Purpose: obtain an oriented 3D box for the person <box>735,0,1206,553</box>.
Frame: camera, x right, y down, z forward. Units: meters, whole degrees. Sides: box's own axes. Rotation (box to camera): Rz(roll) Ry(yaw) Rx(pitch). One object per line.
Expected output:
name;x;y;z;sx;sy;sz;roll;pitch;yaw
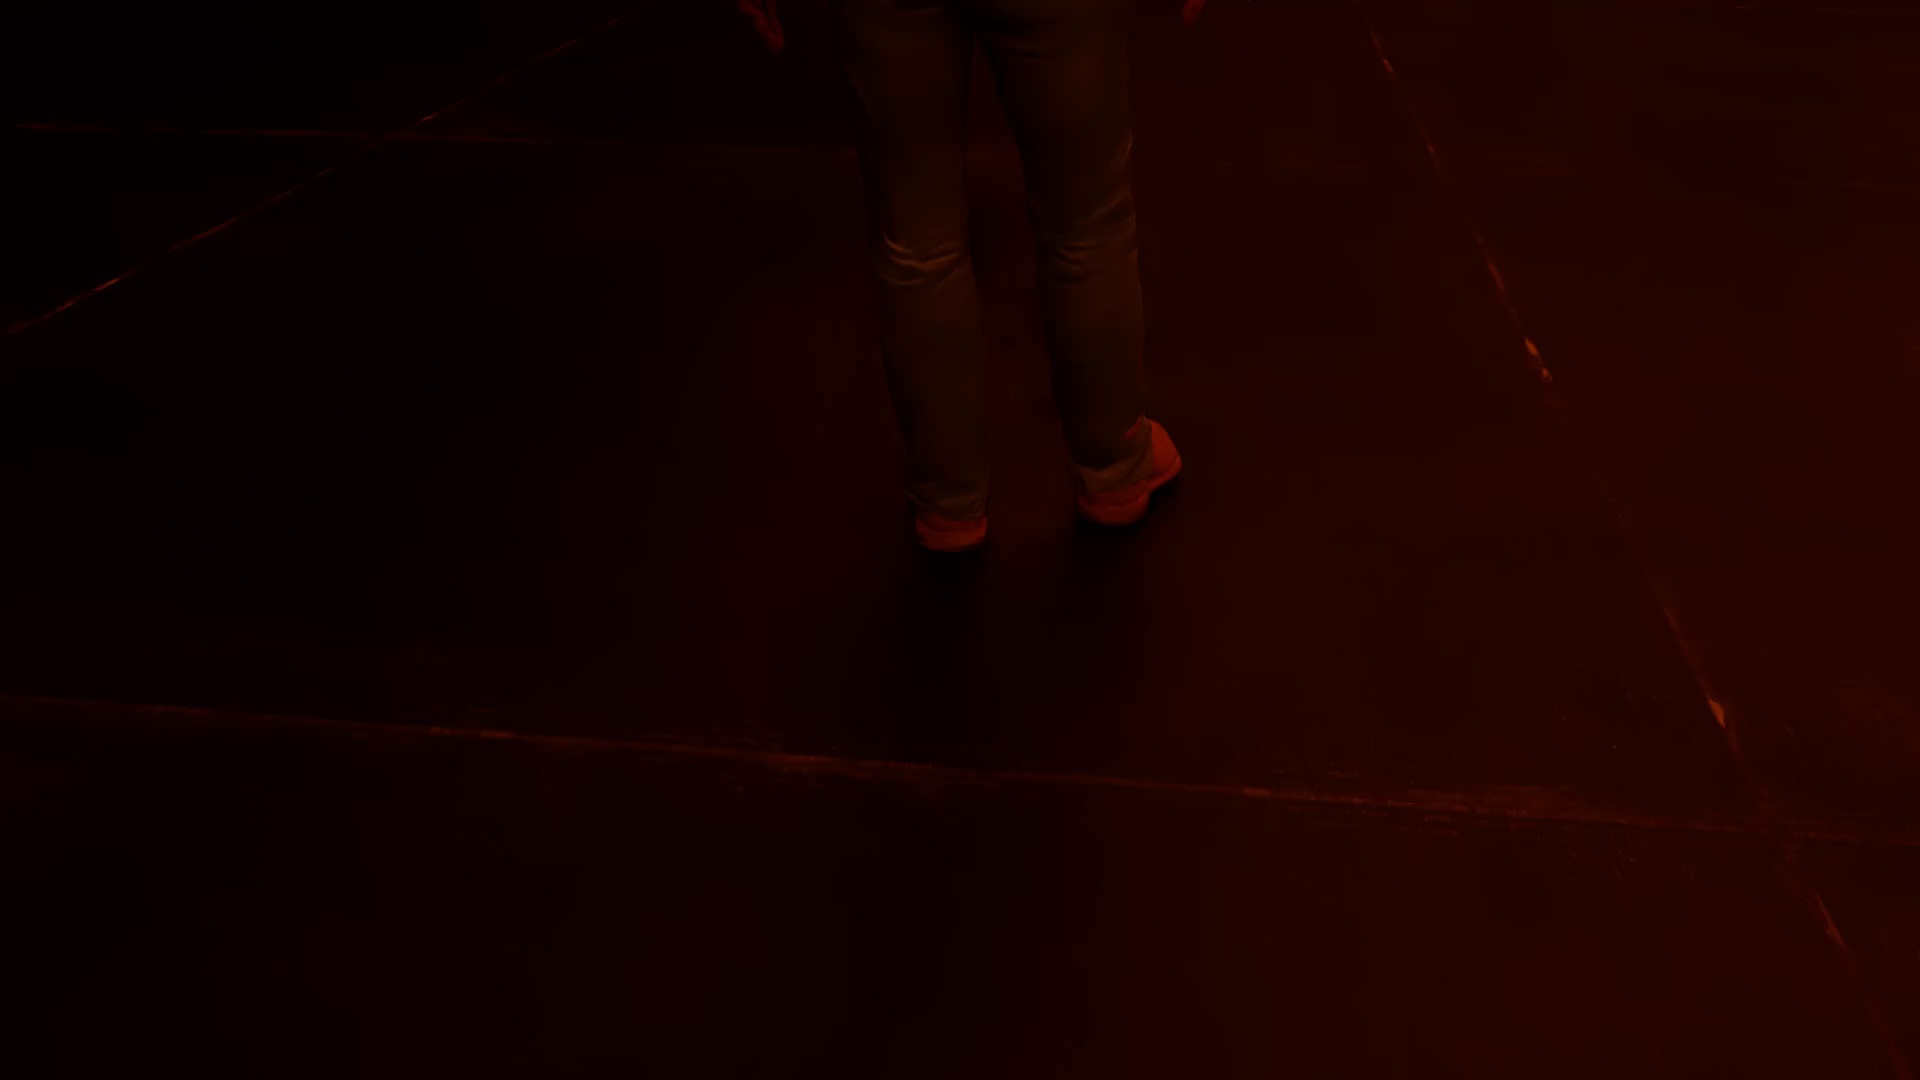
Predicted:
person;0.015;-0.825;2.165;0.665;1.760;0.575;3;27;7
